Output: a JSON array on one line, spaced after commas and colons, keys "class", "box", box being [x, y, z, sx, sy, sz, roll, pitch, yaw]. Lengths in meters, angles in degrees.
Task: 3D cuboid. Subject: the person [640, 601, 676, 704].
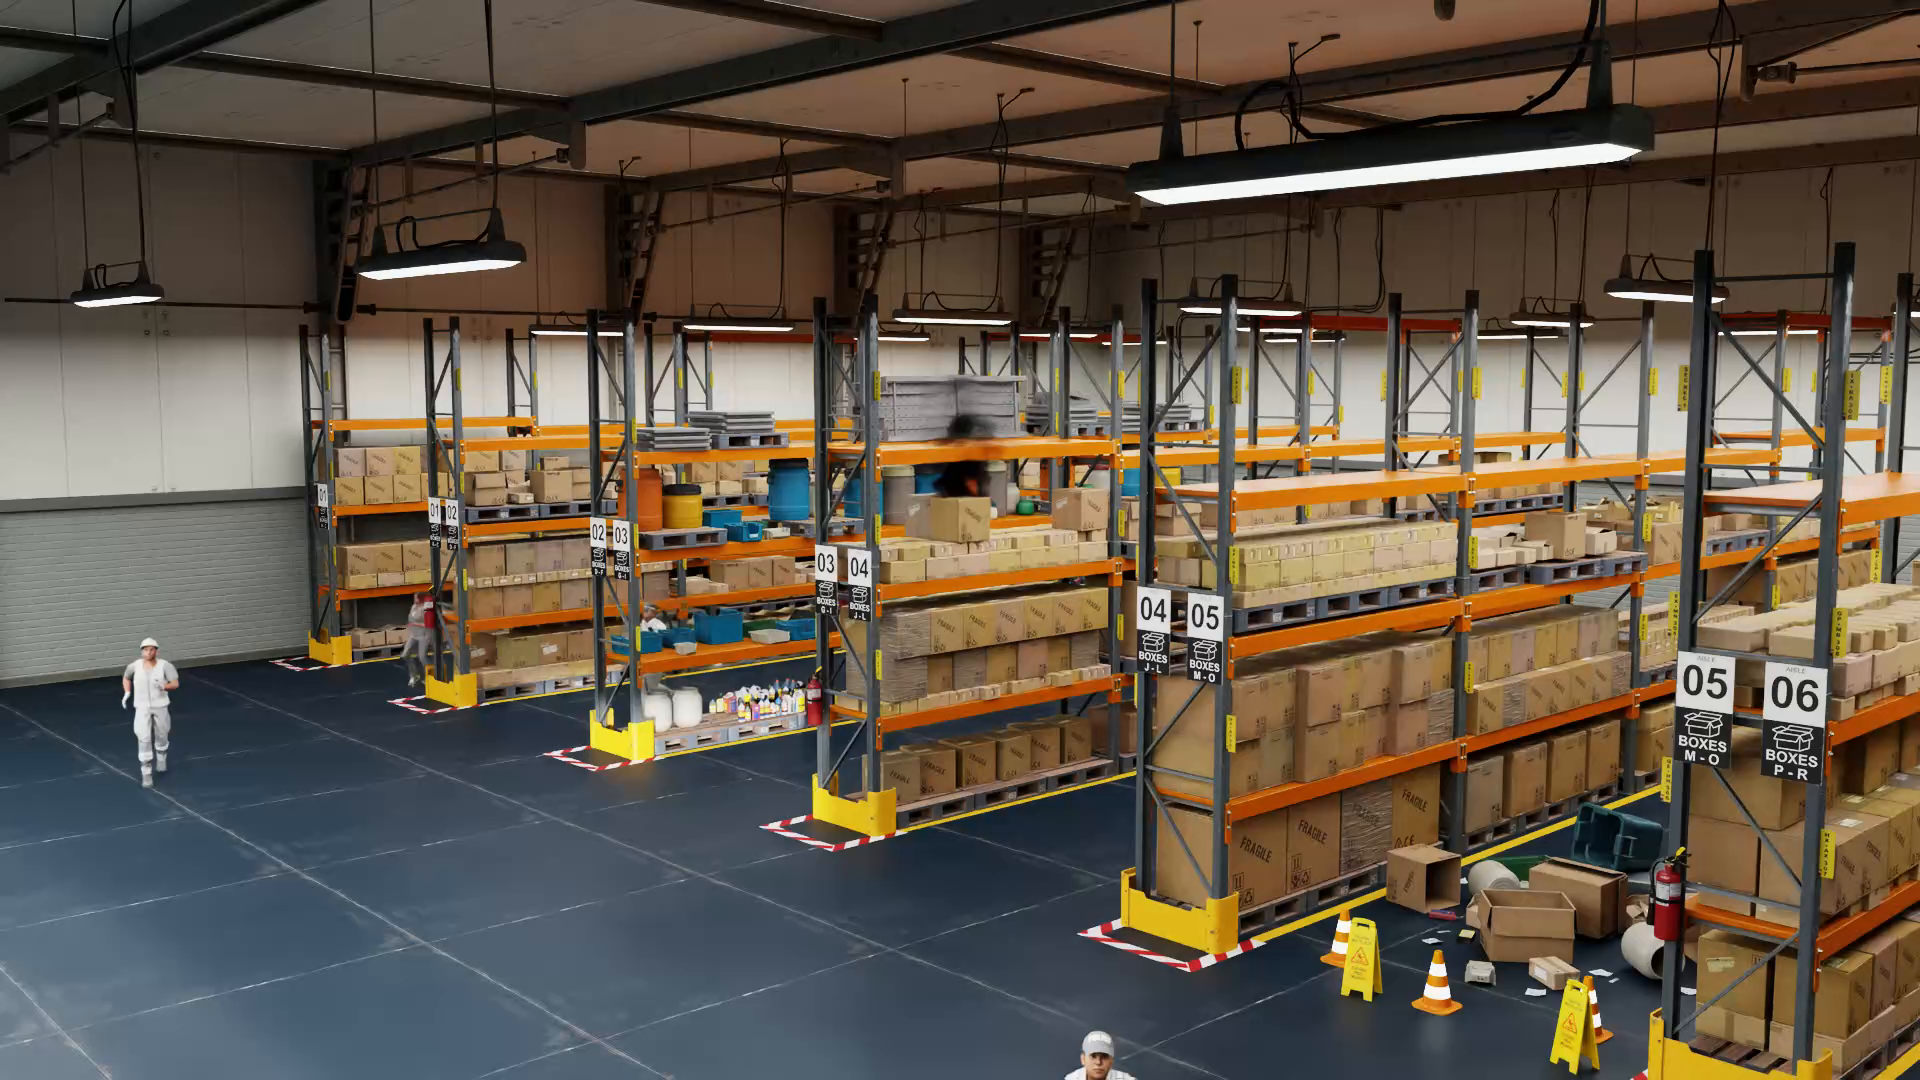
[{"class": "person", "box": [-4.596, 1.783, 24.879, 0.671, 1.775, 0.774, 5, 8, 41]}]

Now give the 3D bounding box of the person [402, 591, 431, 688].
[{"class": "person", "box": [-8.883, 1.626, 27.276, 0.526, 1.605, 0.664, 3, 6, 24]}]

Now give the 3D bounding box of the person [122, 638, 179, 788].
[{"class": "person", "box": [-10.193, 2.135, 20.968, 0.656, 1.809, 0.930, -3, 6, -25]}]

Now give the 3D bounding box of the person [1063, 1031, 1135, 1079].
[{"class": "person", "box": [0.757, 3.463, 9.095, 0.625, 1.617, 0.594, 0, 6, -1]}]
